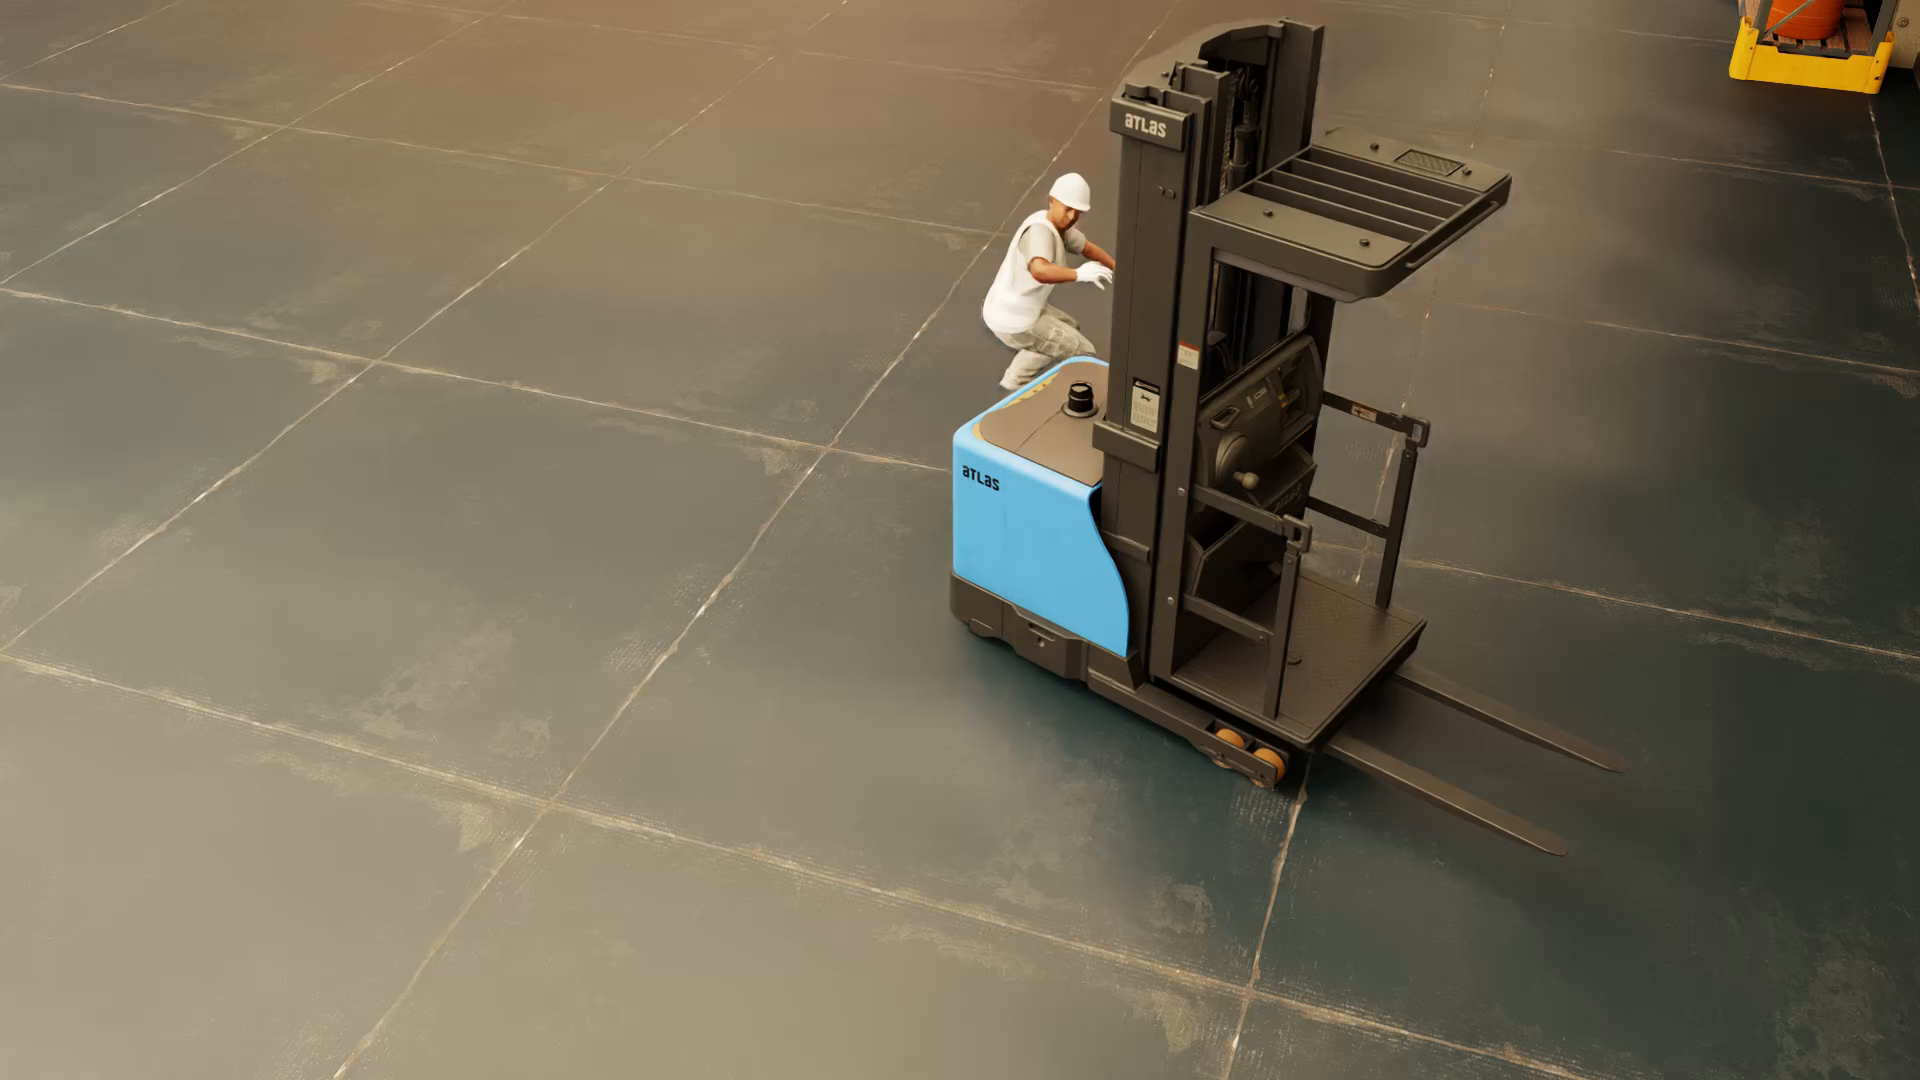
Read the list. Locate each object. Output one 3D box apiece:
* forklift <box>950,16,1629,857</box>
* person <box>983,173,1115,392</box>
[{"bbox_3d":[1.410,-0.480,6.788,3.031,2.935,1.130,25,43,31],"label":"forklift"},{"bbox_3d":[0.614,-1.281,9.184,0.964,1.500,0.829,-2,35,-3],"label":"person"}]
